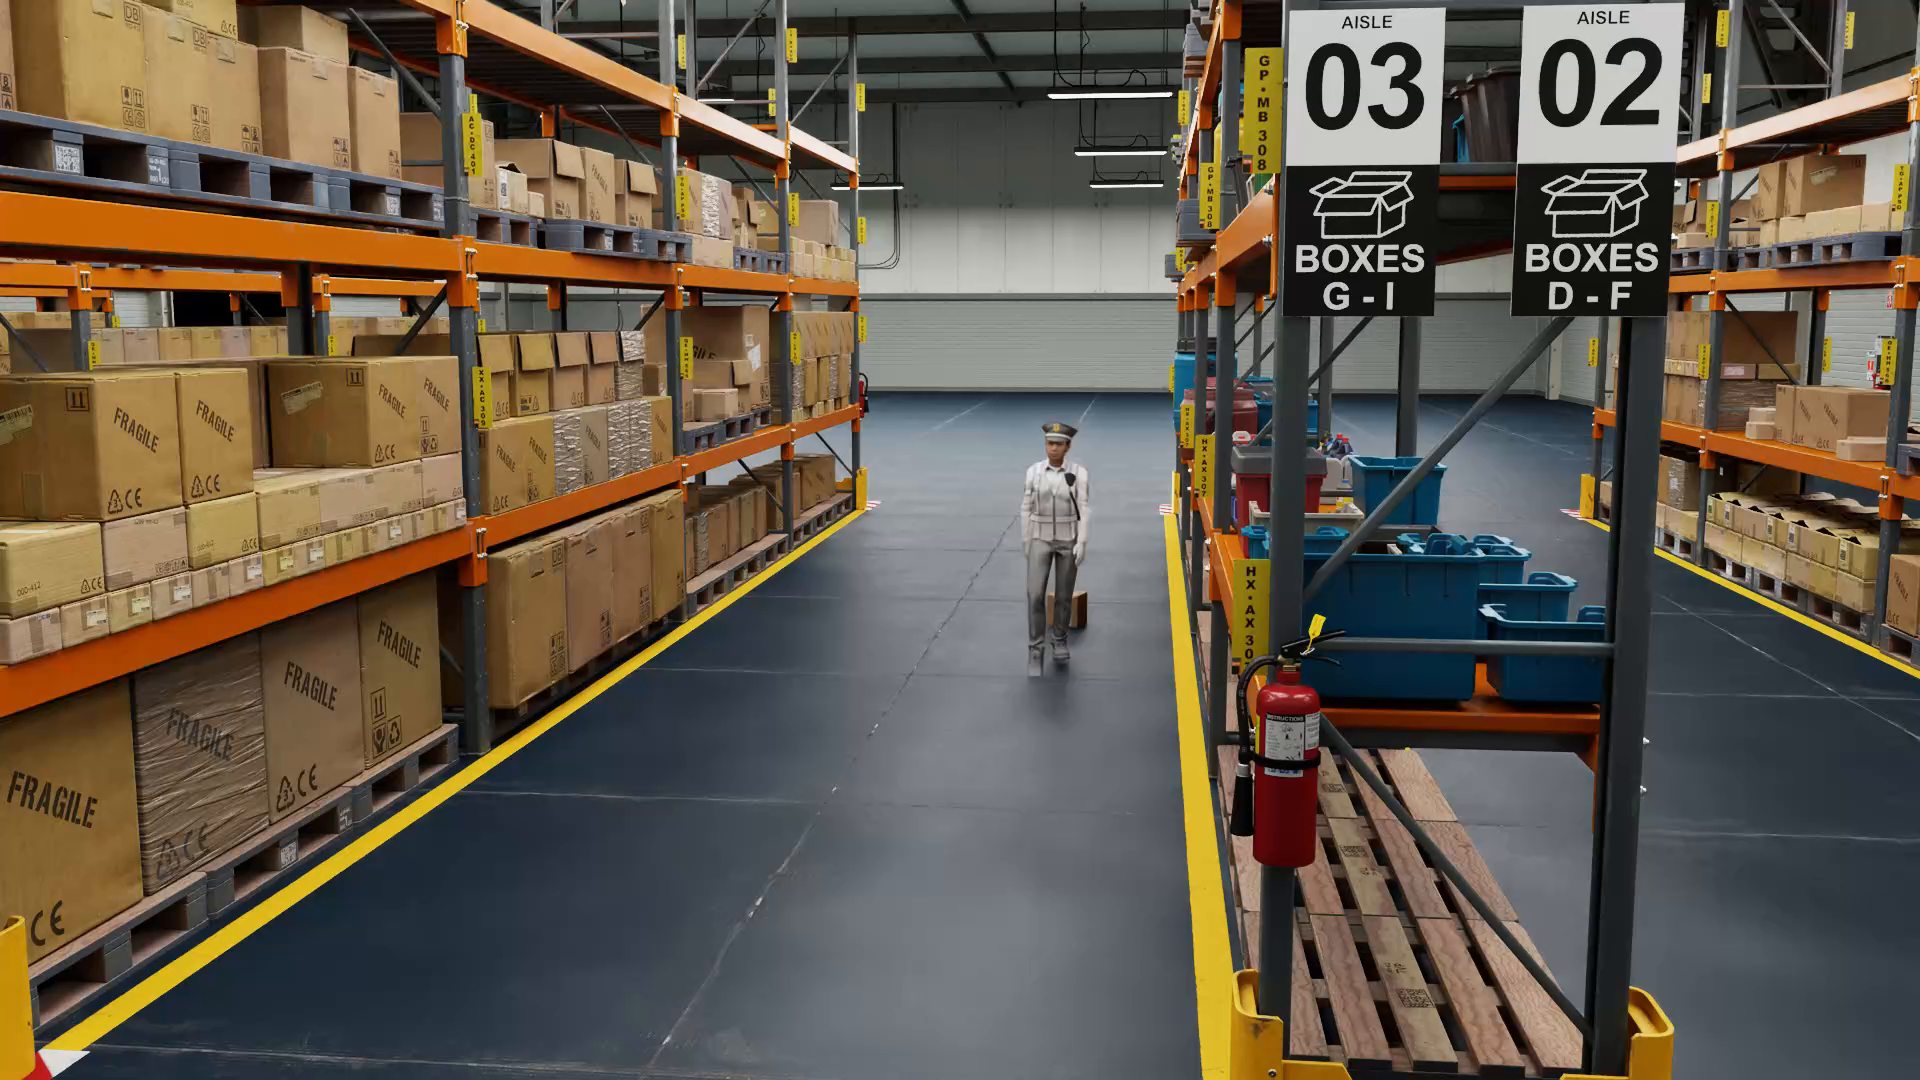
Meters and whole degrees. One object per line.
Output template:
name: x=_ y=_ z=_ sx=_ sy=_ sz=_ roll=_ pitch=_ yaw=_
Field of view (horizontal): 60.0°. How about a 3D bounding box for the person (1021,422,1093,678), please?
person: x=0.655 y=0.057 z=11.365 sx=0.498 sy=1.732 sz=0.686 roll=1 pitch=8 yaw=5
